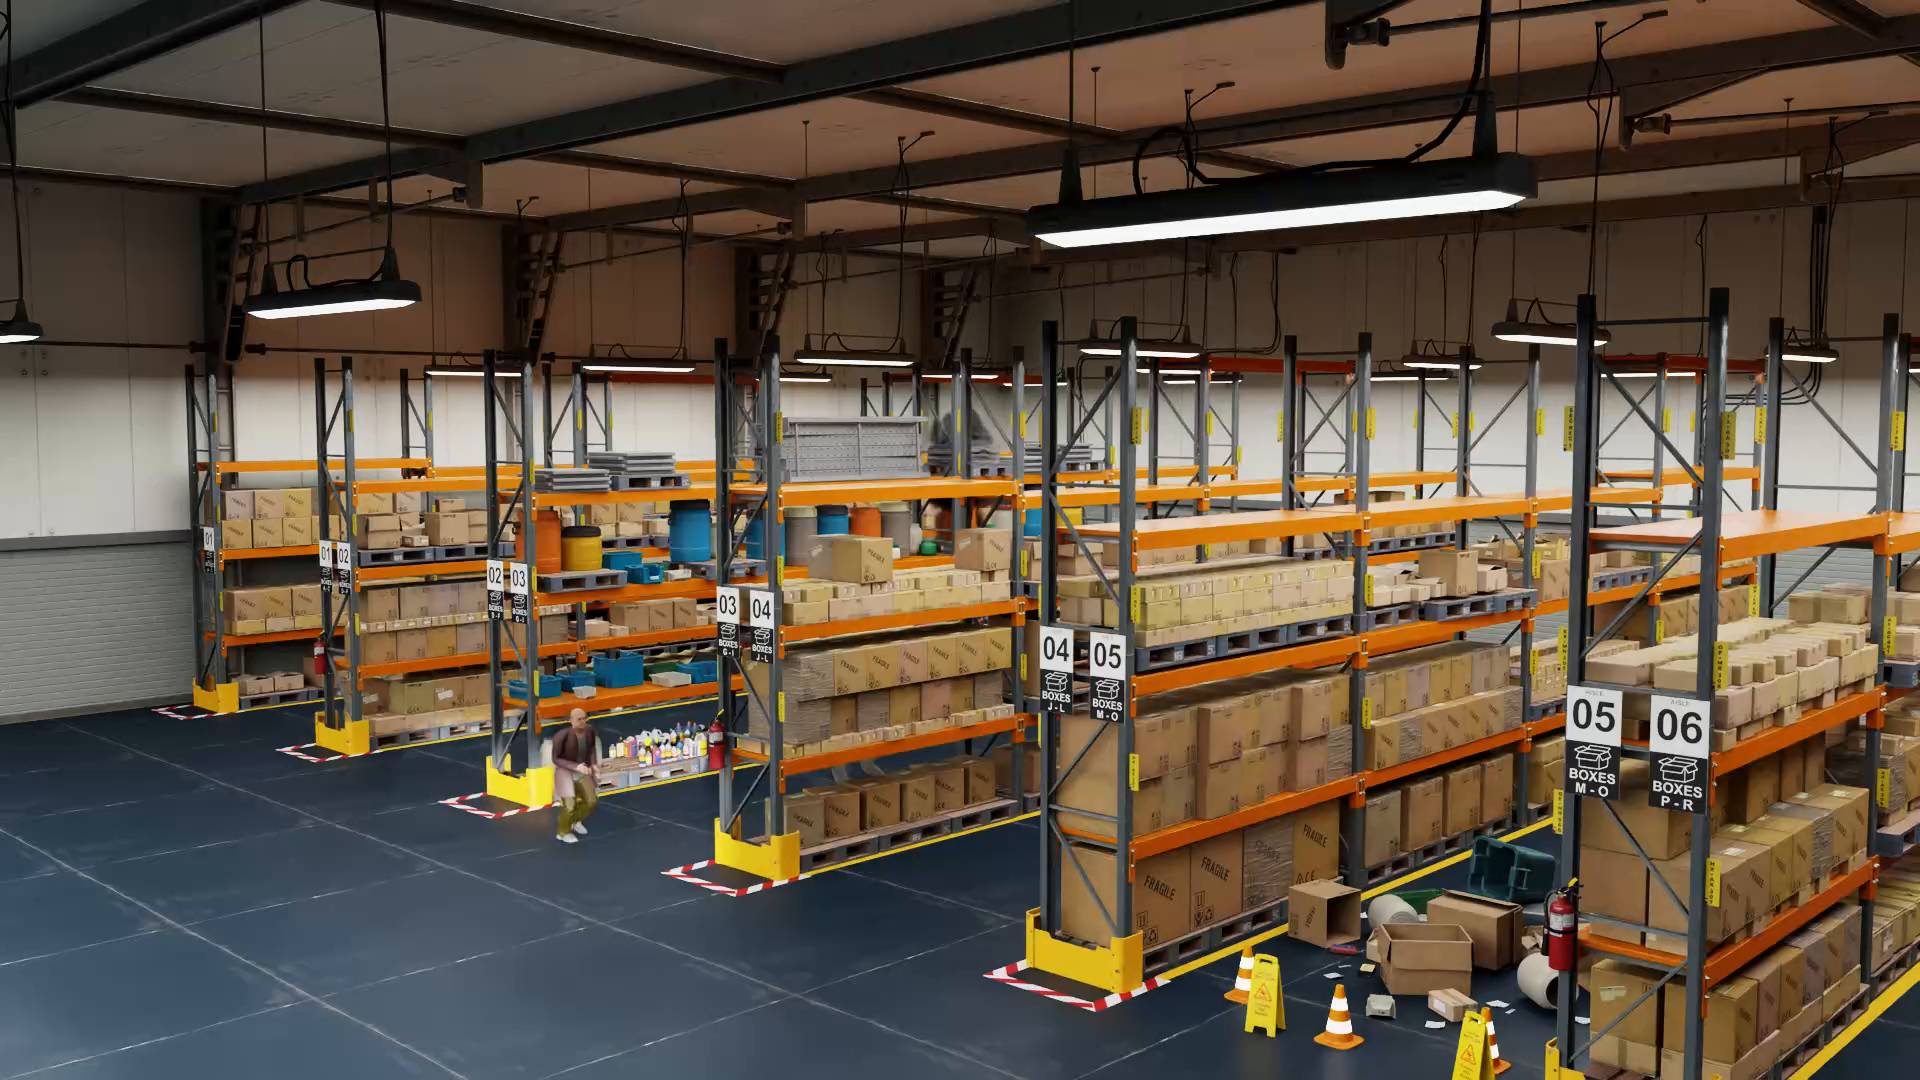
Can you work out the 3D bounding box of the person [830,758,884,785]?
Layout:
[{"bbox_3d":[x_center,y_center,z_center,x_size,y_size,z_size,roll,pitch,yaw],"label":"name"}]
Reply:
[{"bbox_3d":[-1.345,2.709,22.046,1.058,1.499,0.580,-2,5,-29],"label":"person"}]

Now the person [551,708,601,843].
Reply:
[{"bbox_3d":[-4.606,2.816,19.877,0.687,1.670,0.817,-4,6,-43],"label":"person"}]

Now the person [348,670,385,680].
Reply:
[{"bbox_3d":[-9.783,2.229,27.464,0.616,1.832,0.764,2,5,19],"label":"person"}]
